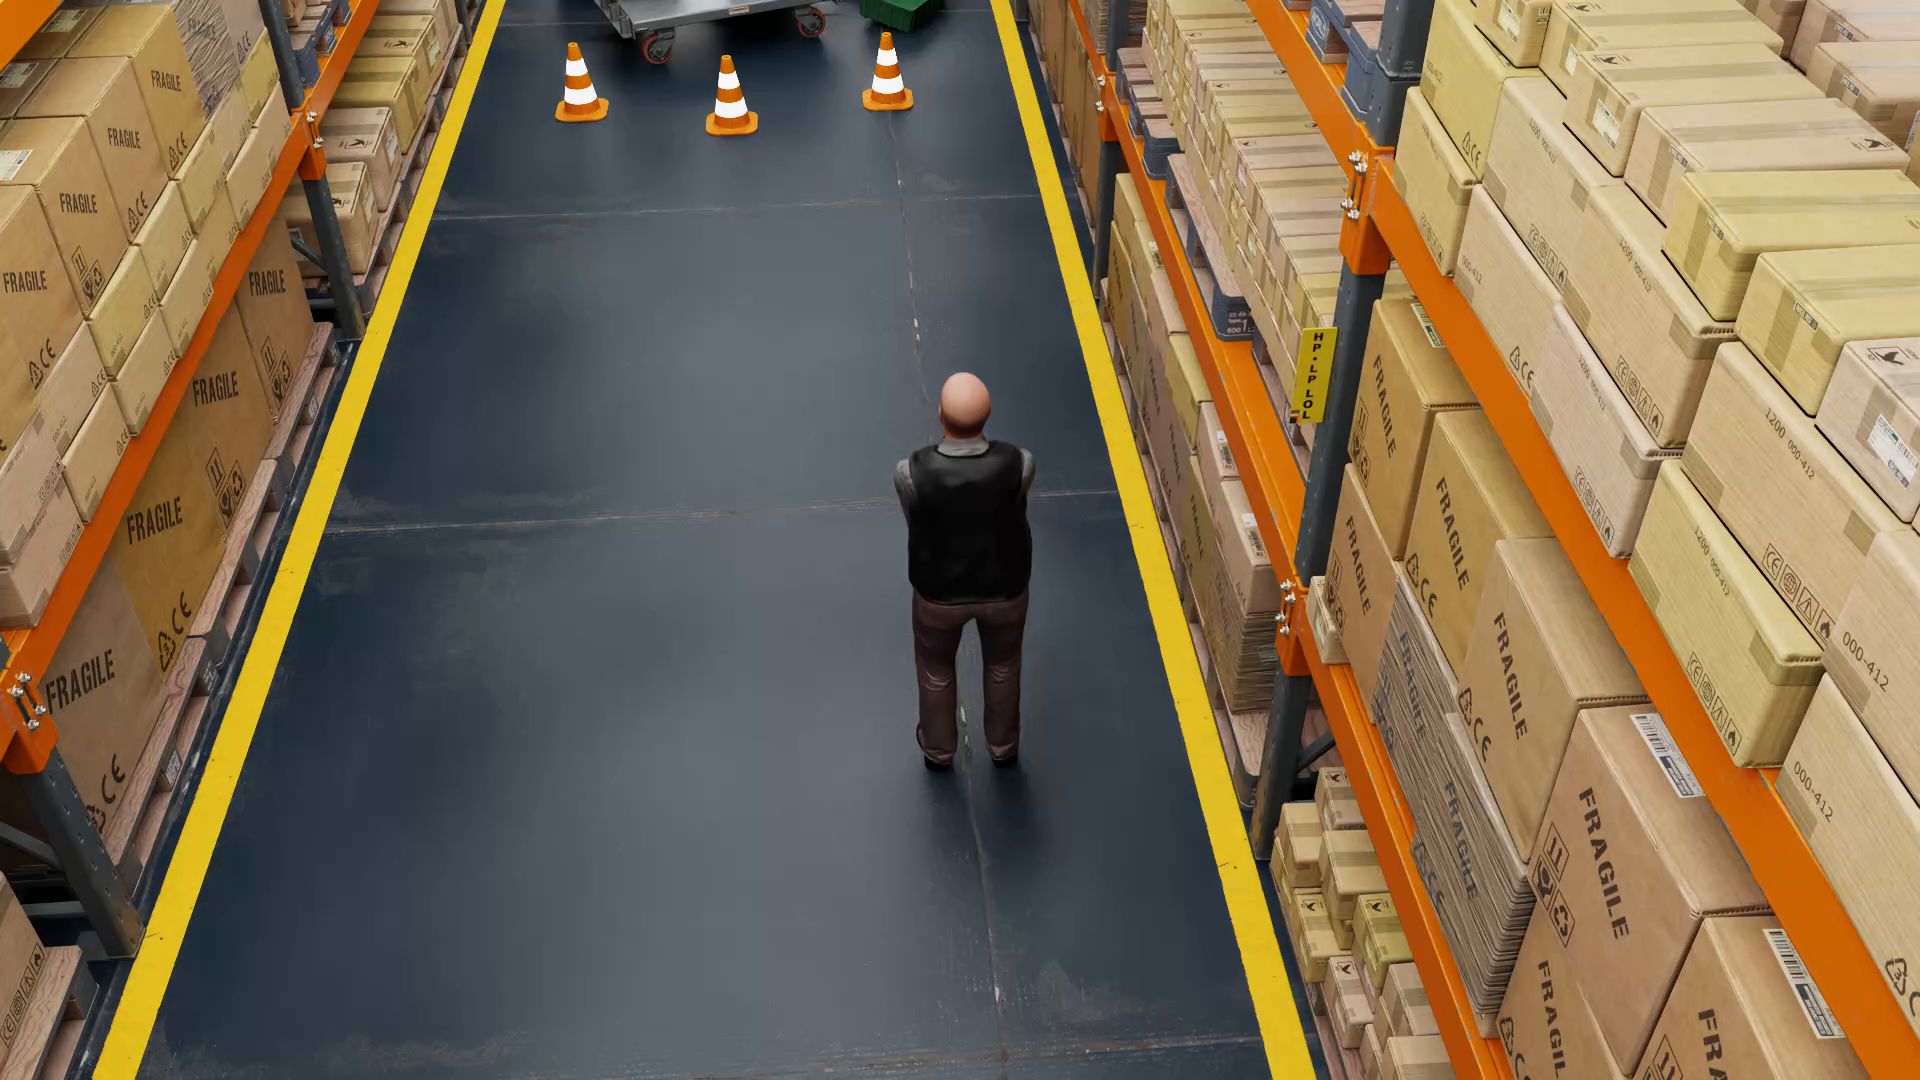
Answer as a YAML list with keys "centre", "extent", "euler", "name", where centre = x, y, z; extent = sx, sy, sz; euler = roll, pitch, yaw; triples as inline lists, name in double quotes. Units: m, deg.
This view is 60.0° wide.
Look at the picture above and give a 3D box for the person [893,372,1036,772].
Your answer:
- centre: [0.010, 0.103, 6.052]
  extent: [0.494, 1.720, 0.559]
  euler: [-4, 39, -5]
  name: "person"
